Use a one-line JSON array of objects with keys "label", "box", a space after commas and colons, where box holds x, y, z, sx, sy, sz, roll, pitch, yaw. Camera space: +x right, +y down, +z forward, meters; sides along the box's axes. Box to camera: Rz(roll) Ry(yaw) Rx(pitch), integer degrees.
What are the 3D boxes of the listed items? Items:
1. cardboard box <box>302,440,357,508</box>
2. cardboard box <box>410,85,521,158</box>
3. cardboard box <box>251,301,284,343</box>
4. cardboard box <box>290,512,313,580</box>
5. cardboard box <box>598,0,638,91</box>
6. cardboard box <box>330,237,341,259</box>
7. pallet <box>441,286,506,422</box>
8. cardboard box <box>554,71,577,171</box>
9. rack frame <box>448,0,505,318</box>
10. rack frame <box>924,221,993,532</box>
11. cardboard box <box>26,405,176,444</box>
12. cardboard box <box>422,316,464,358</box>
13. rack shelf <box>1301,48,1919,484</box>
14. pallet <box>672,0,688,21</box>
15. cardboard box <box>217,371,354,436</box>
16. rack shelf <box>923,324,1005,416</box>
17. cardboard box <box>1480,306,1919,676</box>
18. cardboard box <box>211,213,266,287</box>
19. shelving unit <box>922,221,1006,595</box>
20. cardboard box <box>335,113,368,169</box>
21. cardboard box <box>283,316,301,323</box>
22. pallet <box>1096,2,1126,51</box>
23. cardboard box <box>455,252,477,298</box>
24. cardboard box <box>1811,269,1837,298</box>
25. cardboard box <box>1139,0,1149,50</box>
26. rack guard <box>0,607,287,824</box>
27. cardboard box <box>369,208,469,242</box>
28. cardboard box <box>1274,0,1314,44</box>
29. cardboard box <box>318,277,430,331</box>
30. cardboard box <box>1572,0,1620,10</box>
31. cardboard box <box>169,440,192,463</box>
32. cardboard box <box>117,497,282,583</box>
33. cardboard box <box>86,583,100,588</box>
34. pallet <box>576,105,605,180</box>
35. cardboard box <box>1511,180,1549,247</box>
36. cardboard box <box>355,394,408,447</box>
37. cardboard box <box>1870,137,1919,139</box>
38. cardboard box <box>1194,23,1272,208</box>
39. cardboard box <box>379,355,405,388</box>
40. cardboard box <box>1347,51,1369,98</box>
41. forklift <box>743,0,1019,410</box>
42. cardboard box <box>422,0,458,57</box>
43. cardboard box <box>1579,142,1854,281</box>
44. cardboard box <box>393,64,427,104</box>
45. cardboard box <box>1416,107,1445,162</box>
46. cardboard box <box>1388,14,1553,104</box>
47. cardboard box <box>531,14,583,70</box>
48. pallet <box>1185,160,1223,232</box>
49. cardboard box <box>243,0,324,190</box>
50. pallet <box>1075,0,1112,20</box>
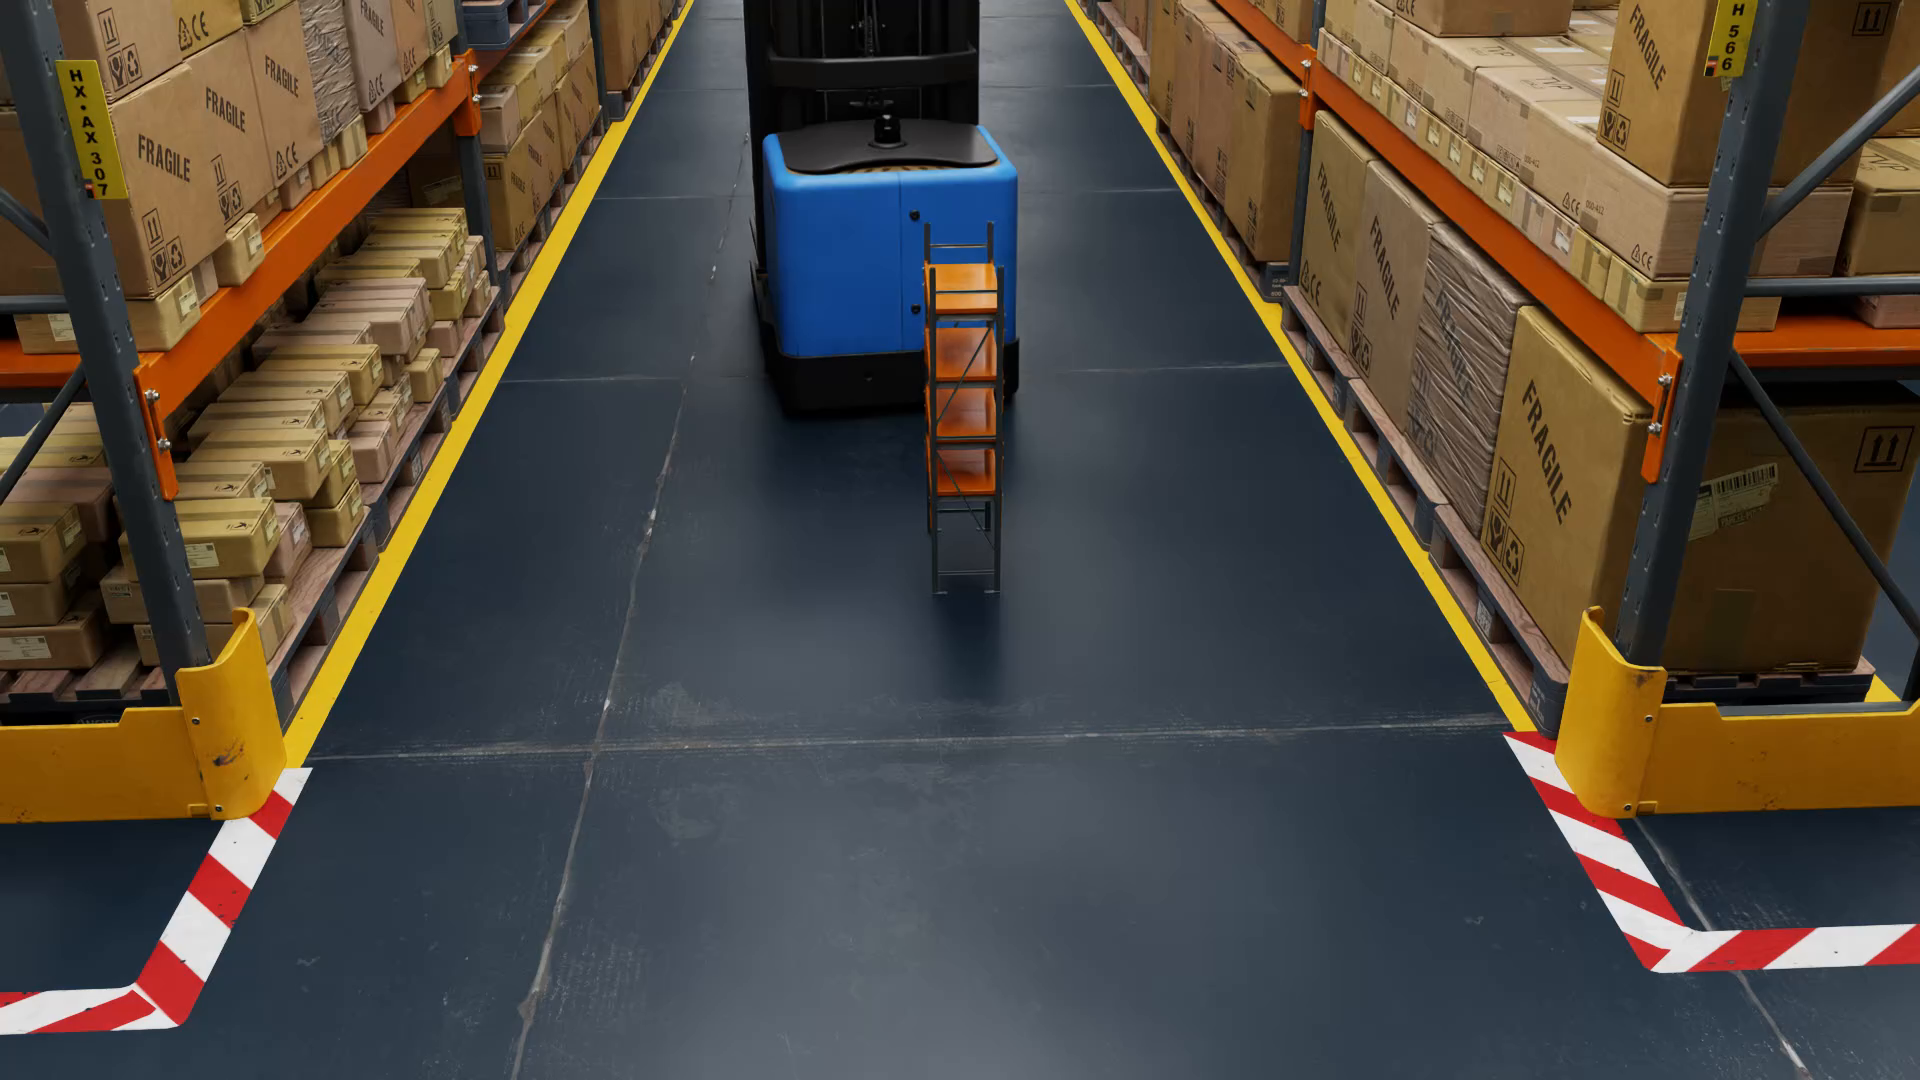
[{"label": "cardboard box", "box": [-2.325, -0.229, 5.752, 0.380, 0.149, 0.250, -1, 28, -1]}, {"label": "cardboard box", "box": [-2.574, -2.172, 8.609, 0.500, 0.250, 0.500, -3, 28, -5]}, {"label": "cardboard box", "box": [-2.905, -0.828, 6.580, 0.380, 0.149, 0.250, -2, 28, -5]}, {"label": "cardboard box", "box": [-2.413, 0.028, 5.581, 0.380, 0.149, 0.250, -1, 28, -2]}, {"label": "cardboard box", "box": [-2.950, -3.733, 12.143, 1.050, 0.750, 0.750, -2, 28, -3]}, {"label": "cardboard box", "box": [-3.032, -1.307, 7.498, 0.380, 0.149, 0.250, 0, 28, 0]}, {"label": "pallet", "box": [-2.728, -0.868, 7.686, 1.003, 0.211, 1.213, -1, 28, -3]}, {"label": "cardboard box", "box": [-2.645, -2.558, 10.159, 0.500, 0.500, 0.500, -3, 28, -5]}, {"label": "rack frame", "box": [-2.799, -2.414, 7.635, 1.000, 3.000, 0.127, -1, 28, -3]}, {"label": "rack frame", "box": [-0.004, -0.568, 6.042, 0.240, 1.200, 0.015, -1, 28, -3]}, {"label": "cardboard box", "box": [-2.917, -0.346, 5.655, 0.380, 0.149, 0.250, -2, 28, -5]}, {"label": "cardboard box", "box": [-2.430, -0.921, 7.400, 0.380, 0.149, 0.250, -2, 28, -4]}, {"label": "rack shelf", "box": [2.264, -1.244, 6.170, 1.077, 0.370, 4.000, -1, 28, -3]}, {"label": "pallet", "box": [-3.178, -5.225, 16.040, 1.003, 0.211, 1.213, -1, 28, -3]}, {"label": "cardboard box", "box": [-2.398, -0.487, 5.926, 0.380, 0.149, 0.250, 0, 28, -1]}, {"label": "rack shelf", "box": [0.009, -0.594, 5.754, 0.258, 0.148, 0.480, -1, 28, -3]}, {"label": "cardboard box", "box": [2.255, -0.178, 5.190, 0.875, 0.875, 0.875, -1, 28, -3]}, {"label": "cardboard box", "box": [-2.295, -0.855, 4.917, 0.380, 0.149, 0.250, -2, 28, -4]}, {"label": "shelving unit", "box": [0.009, -0.456, 5.826, 0.258, 1.200, 0.503, -1, 28, -3]}, {"label": "cardboard box", "box": [-2.397, -1.456, 6.070, 0.380, 0.149, 0.250, -1, 28, -2]}, {"label": "cardboard box", "box": [-2.946, -0.814, 6.874, 0.380, 0.149, 0.250, 0, 28, 0]}, {"label": "pallet", "box": [1.784, -4.586, 14.814, 1.003, 0.211, 1.213, -1, 28, -3]}, {"label": "cardboard box", "box": [-2.438, -1.206, 7.625, 0.380, 0.149, 0.250, -3, 28, -5]}, {"label": "cardboard box", "box": [2.665, -0.819, 4.848, 0.380, 0.149, 0.250, -2, 28, -3]}, {"label": "cardboard box", "box": [1.818, -4.247, 13.377, 0.700, 0.500, 0.500, 1, 28, 2]}, {"label": "rack guard", "box": [-2.594, 0.507, 4.738, 1.175, 0.500, 0.348, -1, 28, -3]}, {"label": "cardboard box", "box": [-2.520, -1.442, 7.756, 0.380, 0.149, 0.250, -1, 28, -1]}, {"label": "cardboard box", "box": [1.863, -2.741, 8.153, 0.500, 0.500, 0.500, -1, 28, -2]}, {"label": "cardboard box", "box": [-2.405, -0.965, 6.843, 0.380, 0.149, 0.250, -3, 28, -5]}, {"label": "cardboard box", "box": [2.473, -2.448, 6.729, 0.500, 0.500, 0.500, -1, 28, -2]}, {"label": "cardboard box", "box": [-2.843, -0.224, 5.743, 0.380, 0.149, 0.250, -2, 28, -3]}, {"label": "cardboard box", "box": [-2.278, -0.003, 4.997, 0.380, 0.149, 0.250, -3, 28, -5]}, {"label": "cardboard box", "box": [-2.940, 0.157, 5.334, 0.380, 0.149, 0.250, -1, 28, -1]}, {"label": "pallet", "box": [-2.968, -2.664, 11.129, 1.003, 0.211, 1.213, -1, 28, -3]}, {"label": "cardboard box", "box": [1.982, -1.037, 5.266, 0.380, 0.149, 0.250, -1, 28, -2]}, {"label": "cardboard box", "box": [-2.392, -0.453, 6.503, 0.380, 0.149, 0.250, -1, 28, -3]}, {"label": "cardboard box", "box": [2.579, -1.173, 5.096, 0.500, 0.250, 0.500, -2, 28, -3]}, {"label": "cardboard box", "box": [2.059, -2.439, 9.526, 1.225, 0.875, 0.875, -2, 28, -4]}, {"label": "cardboard box", "box": [-2.465, -0.723, 6.699, 0.380, 0.149, 0.250, -3, 28, -5]}, {"label": "cardboard box", "box": [1.871, -1.988, 7.090, 0.380, 0.149, 0.250, -1, 28, -1]}, {"label": "forklift", "box": [-0.495, -2.521, 7.913, 1.130, 2.935, 3.031, -4, 28, -9]}, {"label": "cardboard box", "box": [-2.491, -2.374, 7.128, 0.500, 0.500, 0.500, -1, 28, -3]}, {"label": "cardboard box", "box": [2.078, -0.923, 4.616, 0.500, 0.250, 0.500, -2, 28, -3]}, {"label": "cardboard box", "box": [-2.474, -1.935, 6.988, 0.380, 0.149, 0.250, 0, 28, -1]}, {"label": "cardboard box", "box": [1.926, -1.511, 6.175, 0.380, 0.149, 0.250, -2, 28, -4]}, {"label": "cardboard box", "box": [1.976, -1.860, 6.414, 0.500, 0.250, 0.500, -1, 28, -1]}, {"label": "cardboard box", "box": [-2.673, -3.129, 10.444, 0.500, 0.250, 0.500, -1, 28, -2]}, {"label": "pallet", "box": [1.977, -2.170, 10.182, 1.003, 0.211, 1.213, -1, 28, -3]}, {"label": "cardboard box", "box": [-2.404, -1.430, 5.318, 0.500, 0.500, 0.500, -1, 28, -2]}, {"label": "pallet", "box": [1.672, -5.254, 16.096, 1.003, 0.211, 1.213, -1, 28, -3]}]
